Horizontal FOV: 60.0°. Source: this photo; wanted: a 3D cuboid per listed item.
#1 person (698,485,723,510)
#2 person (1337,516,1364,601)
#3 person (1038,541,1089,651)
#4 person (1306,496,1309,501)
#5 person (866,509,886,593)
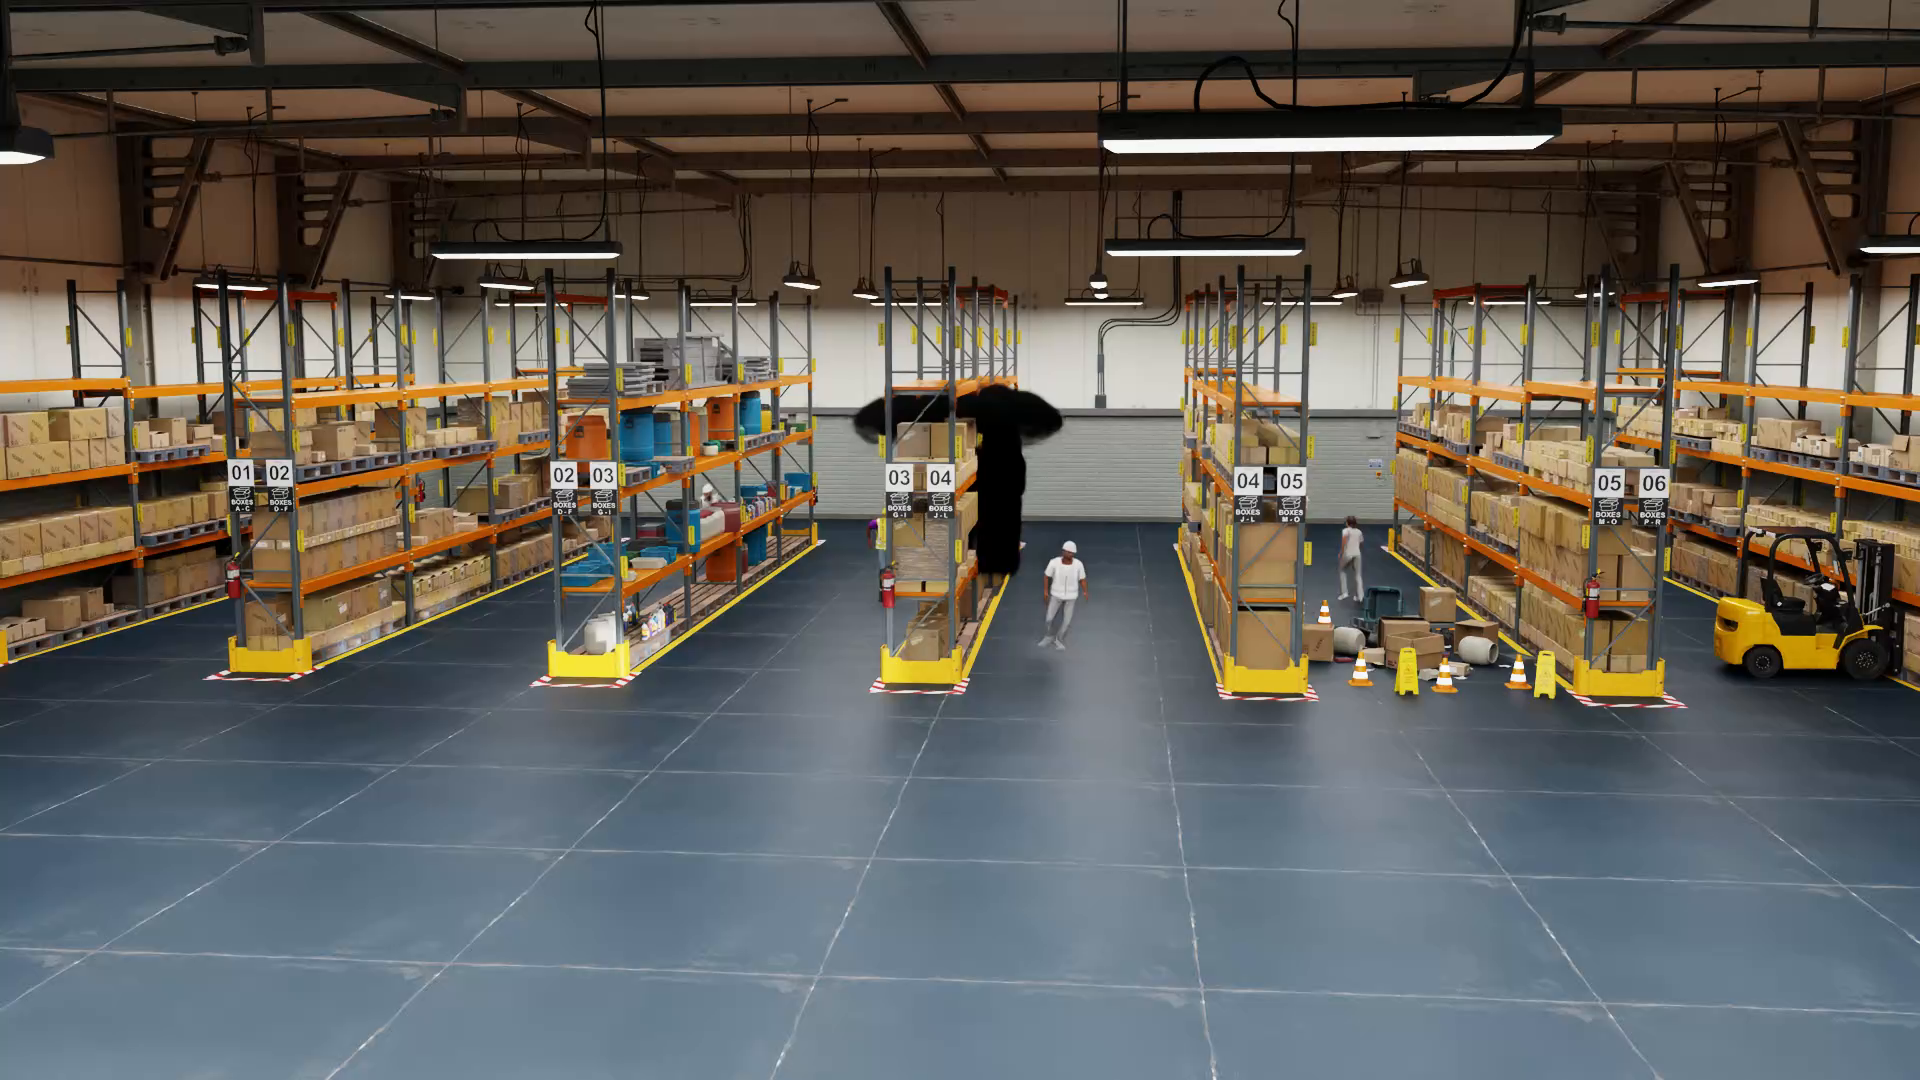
[{"bbox_3d":[-5.782,-0.499,38.720,0.642,1.611,0.932,-1,7,-8],"label":"person"},{"bbox_3d":[7.431,0.372,31.547,0.560,1.638,0.951,-1,7,-5],"label":"person"},{"bbox_3d":[1.586,0.873,25.589,0.741,1.722,0.656,-1,7,-5],"label":"person"},{"bbox_3d":[8.175,-0.781,41.452,0.957,1.482,0.698,-3,8,-24],"label":"person"},{"bbox_3d":[-1.408,0.201,31.593,0.691,1.676,0.714,-1,7,-10],"label":"person"}]
